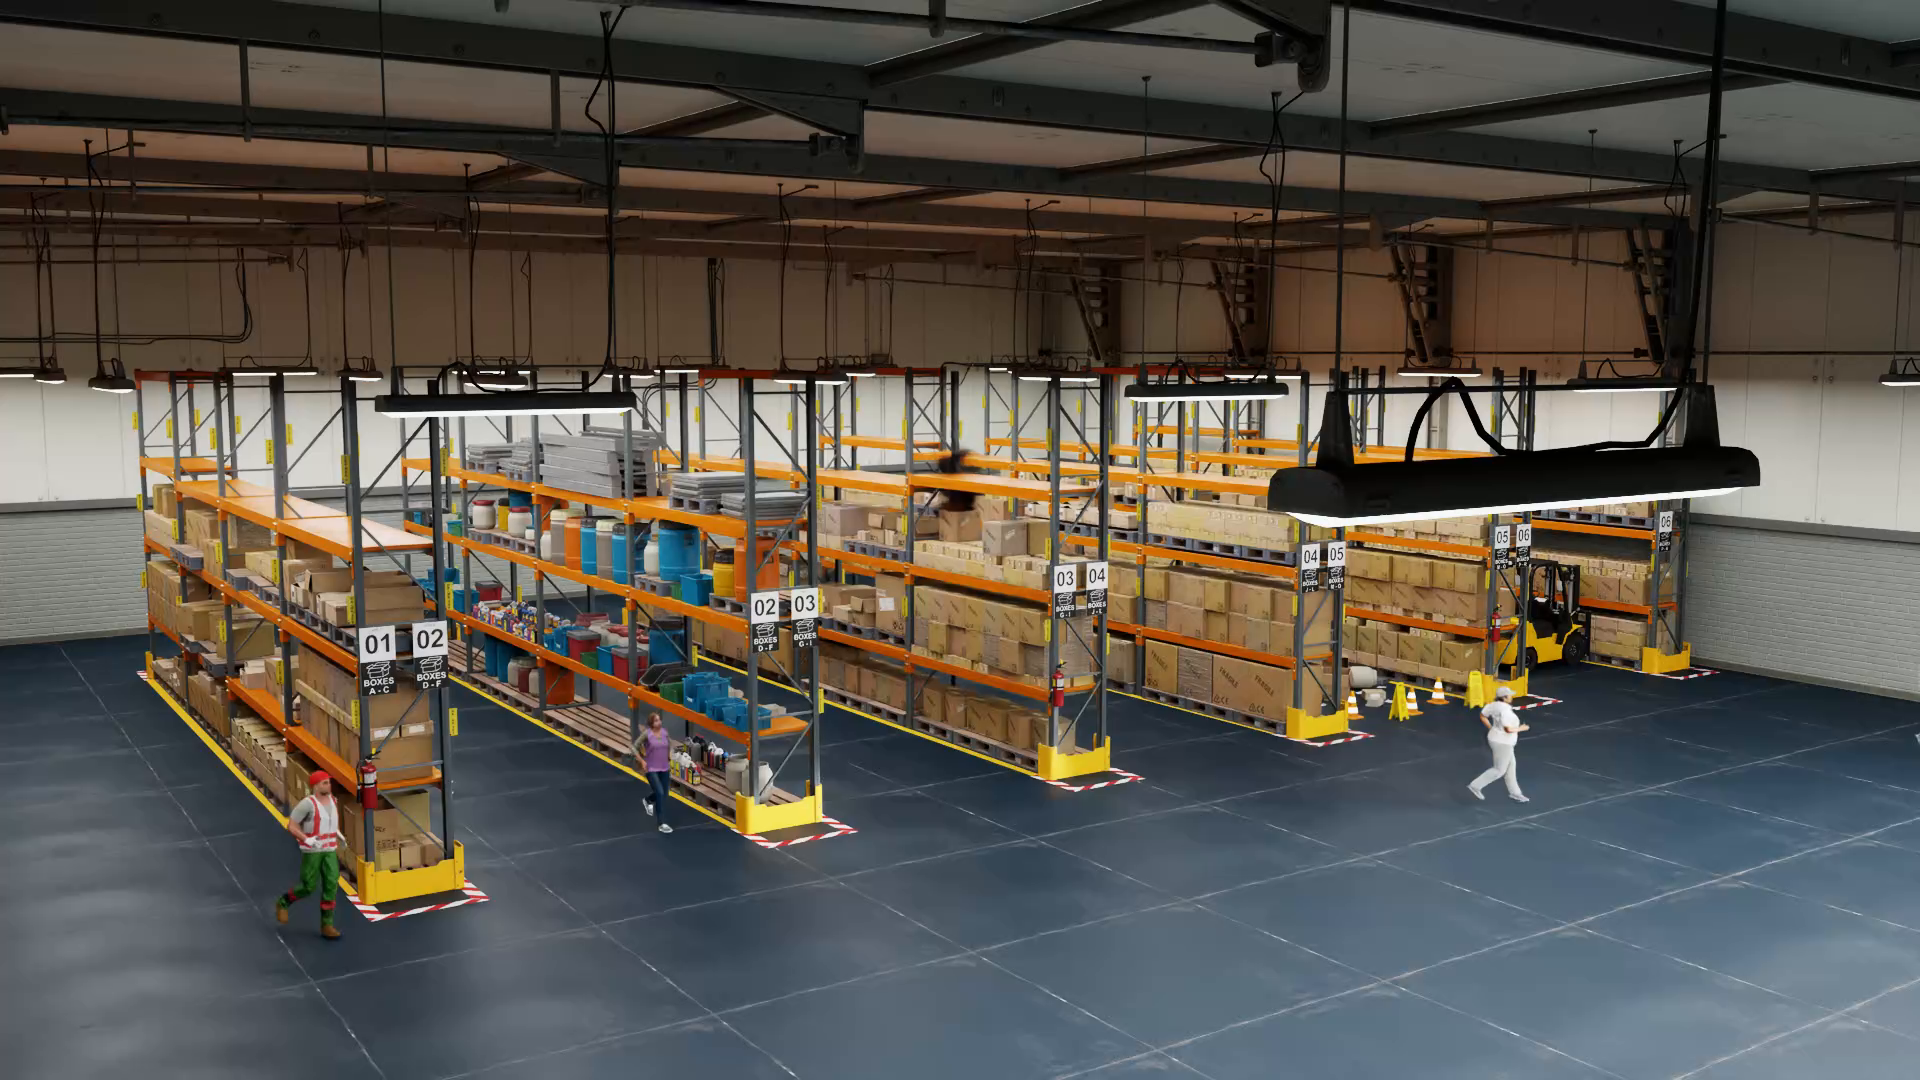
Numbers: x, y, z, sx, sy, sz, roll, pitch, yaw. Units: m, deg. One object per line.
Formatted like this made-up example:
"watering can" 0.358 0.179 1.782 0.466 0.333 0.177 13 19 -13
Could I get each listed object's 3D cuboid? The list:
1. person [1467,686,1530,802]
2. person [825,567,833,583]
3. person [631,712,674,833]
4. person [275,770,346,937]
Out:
"person" 7.570 2.871 23.273 0.925 1.674 0.608 0 6 0
"person" -3.425 0.780 42.131 0.811 1.581 0.645 1 7 11
"person" -4.060 3.051 22.094 0.554 1.569 0.810 -6 8 -40
"person" -7.017 3.401 18.256 0.928 1.741 0.719 4 7 29
